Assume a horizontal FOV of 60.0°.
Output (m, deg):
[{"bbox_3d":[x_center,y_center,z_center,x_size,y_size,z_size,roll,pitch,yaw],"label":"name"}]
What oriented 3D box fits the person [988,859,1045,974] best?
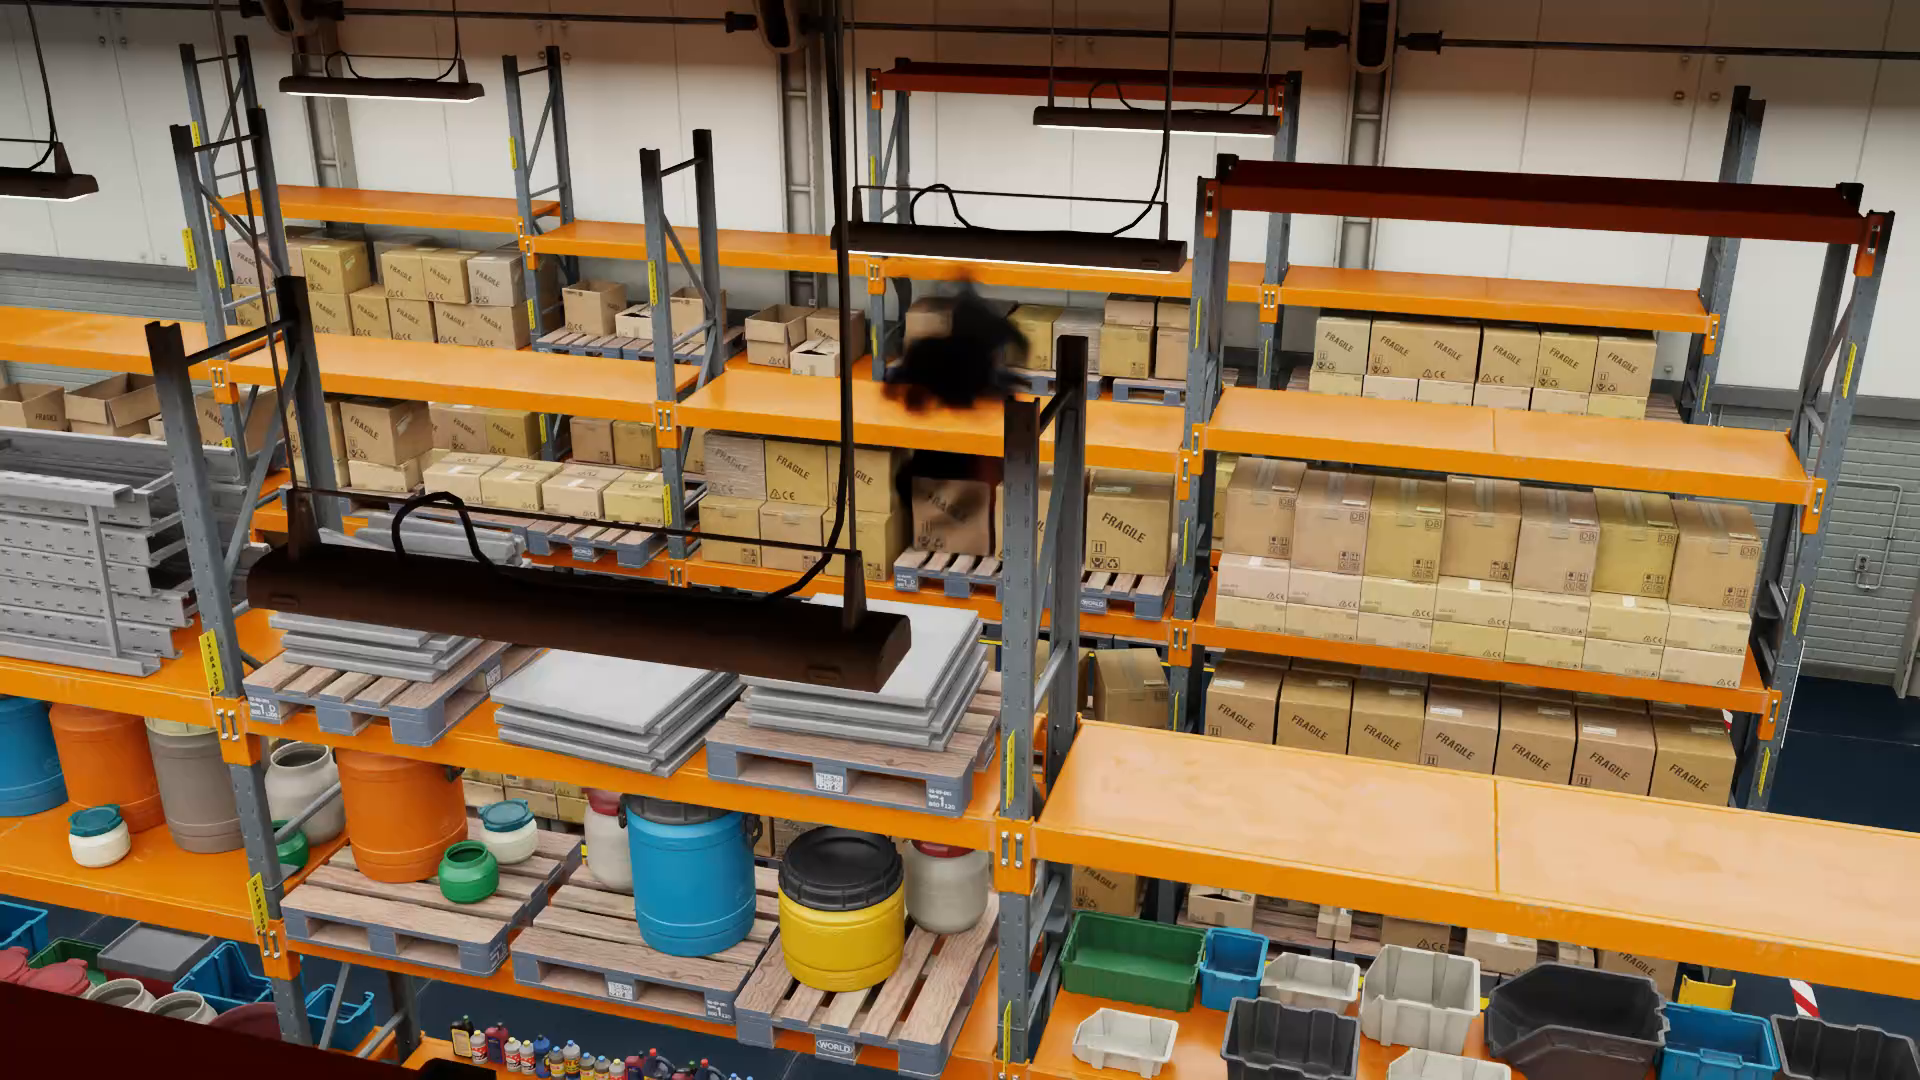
[{"bbox_3d":[0.461,2.677,11.421,0.805,1.610,0.529,3,23,6],"label":"person"}]
